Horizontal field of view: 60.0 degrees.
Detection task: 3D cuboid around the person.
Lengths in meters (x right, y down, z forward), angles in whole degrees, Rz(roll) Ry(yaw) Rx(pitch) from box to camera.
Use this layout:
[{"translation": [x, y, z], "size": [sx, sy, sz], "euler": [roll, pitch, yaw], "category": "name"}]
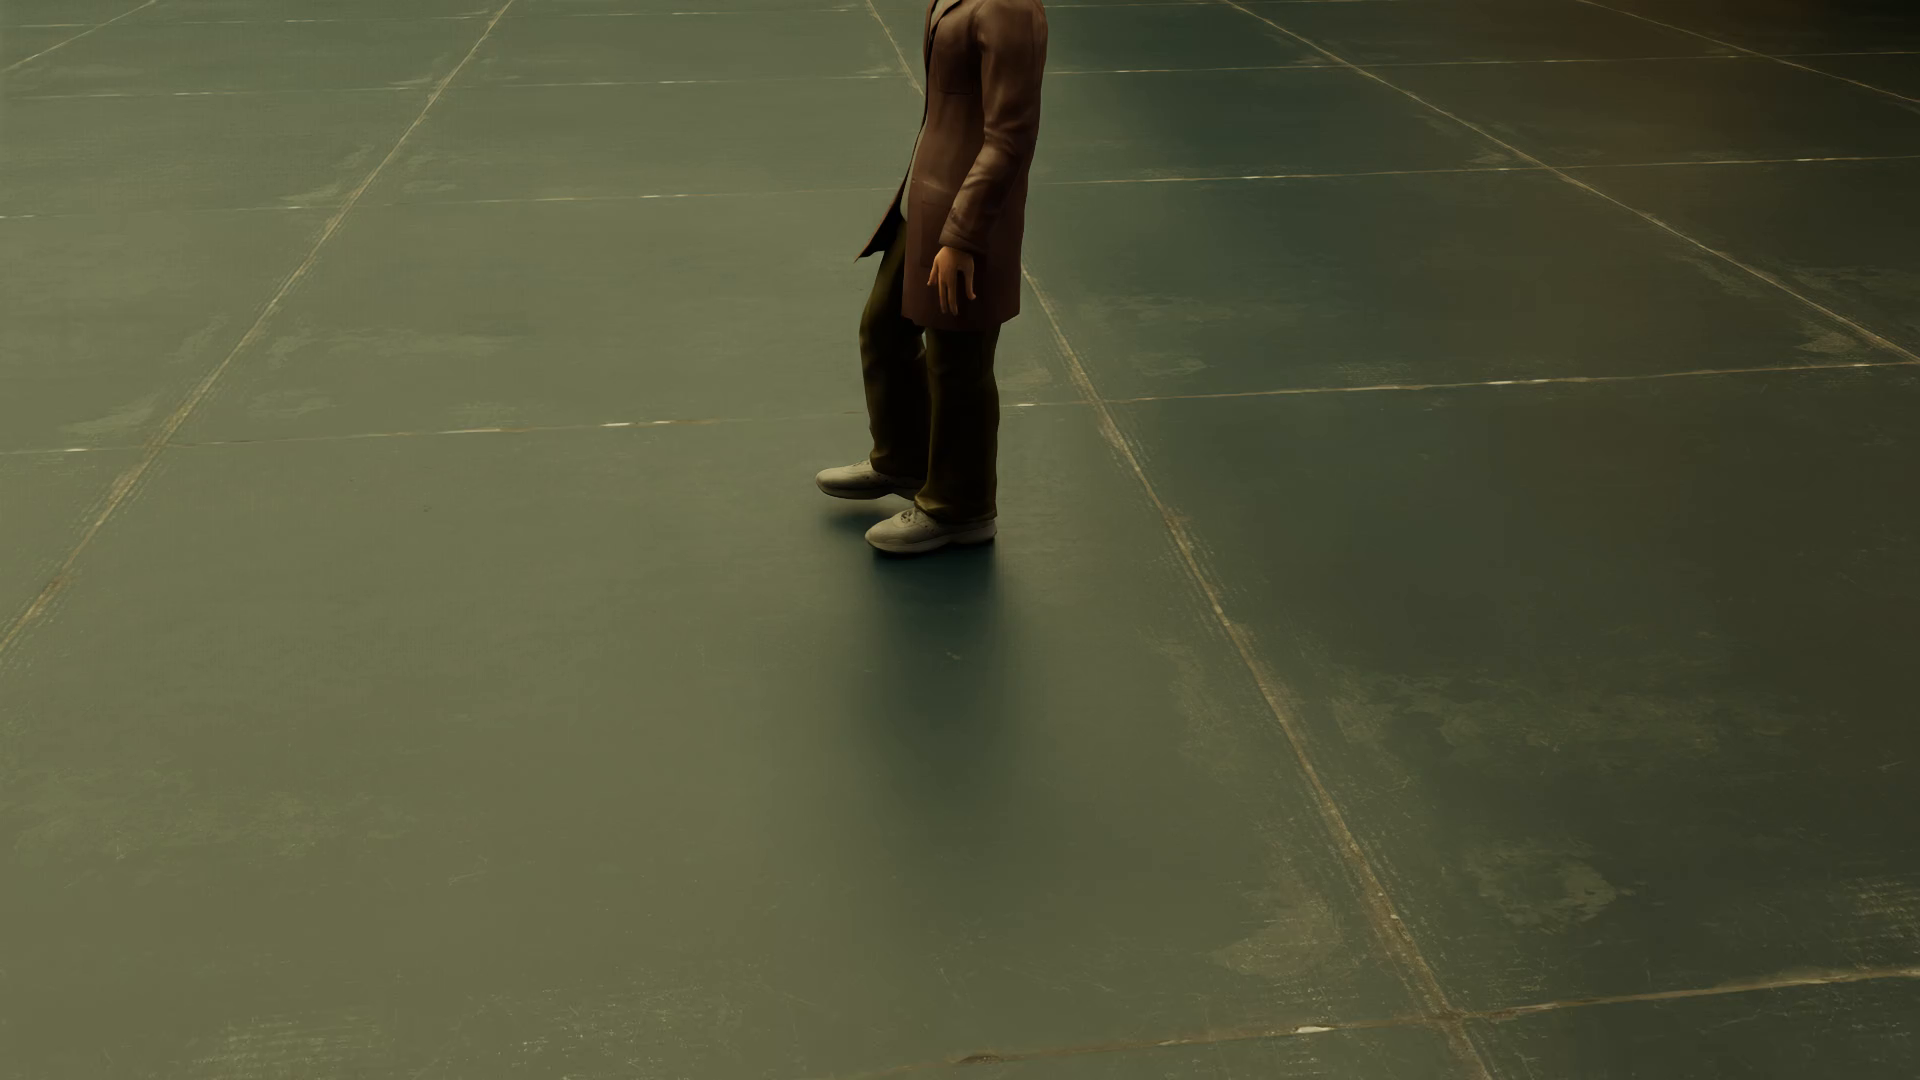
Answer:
[{"translation": [-0.091, -0.805, 4.210], "size": [0.583, 1.775, 0.696], "euler": [-3, 26, -7], "category": "person"}]
